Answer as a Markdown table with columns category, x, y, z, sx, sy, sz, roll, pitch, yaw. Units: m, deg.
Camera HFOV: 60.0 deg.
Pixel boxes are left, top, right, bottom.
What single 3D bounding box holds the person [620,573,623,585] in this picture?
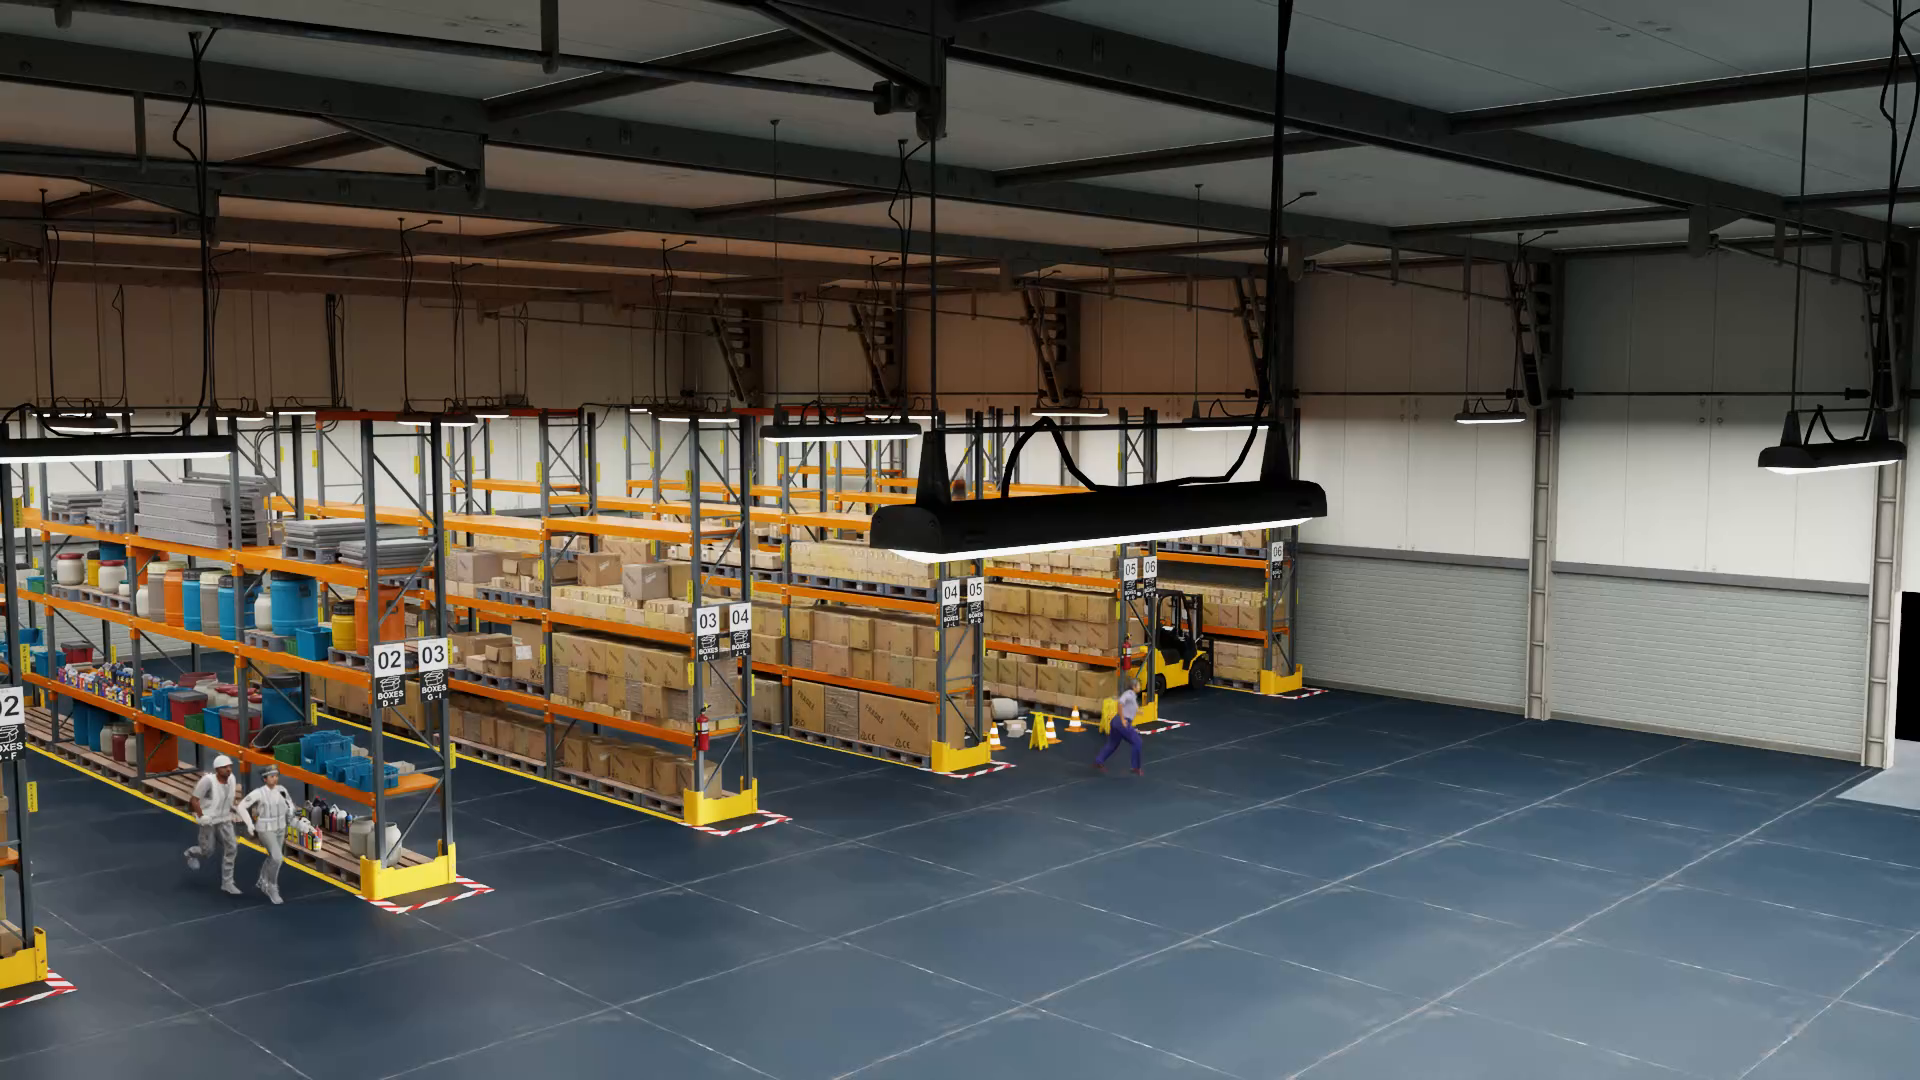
| category | x | y | z | sx | sy | sz | roll | pitch | yaw |
| --- | --- | --- | --- | --- | --- | --- | --- | --- | --- |
| person | -8.922 | 1.562 | 44.232 | 0.670 | 1.729 | 0.709 | -4 | 7 | -40 |

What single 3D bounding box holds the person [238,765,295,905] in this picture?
| category | x | y | z | sx | sy | sz | roll | pitch | yaw |
| --- | --- | --- | --- | --- | --- | --- | --- | --- | --- |
| person | -8.577 | 3.656 | 20.731 | 0.721 | 1.744 | 0.581 | 3 | 6 | 28 |

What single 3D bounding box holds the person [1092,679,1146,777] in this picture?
| category | x | y | z | sx | sy | sz | roll | pitch | yaw |
| --- | --- | --- | --- | --- | --- | --- | --- | --- | --- |
| person | 2.647 | 3.112 | 27.487 | 0.876 | 1.652 | 0.600 | 0 | 5 | -3 |

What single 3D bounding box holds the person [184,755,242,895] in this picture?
| category | x | y | z | sx | sy | sz | roll | pitch | yaw |
| --- | --- | --- | --- | --- | --- | --- | --- | --- | --- |
| person | -9.531 | 3.600 | 21.210 | 1.003 | 1.769 | 0.678 | 3 | 6 | 30 |
